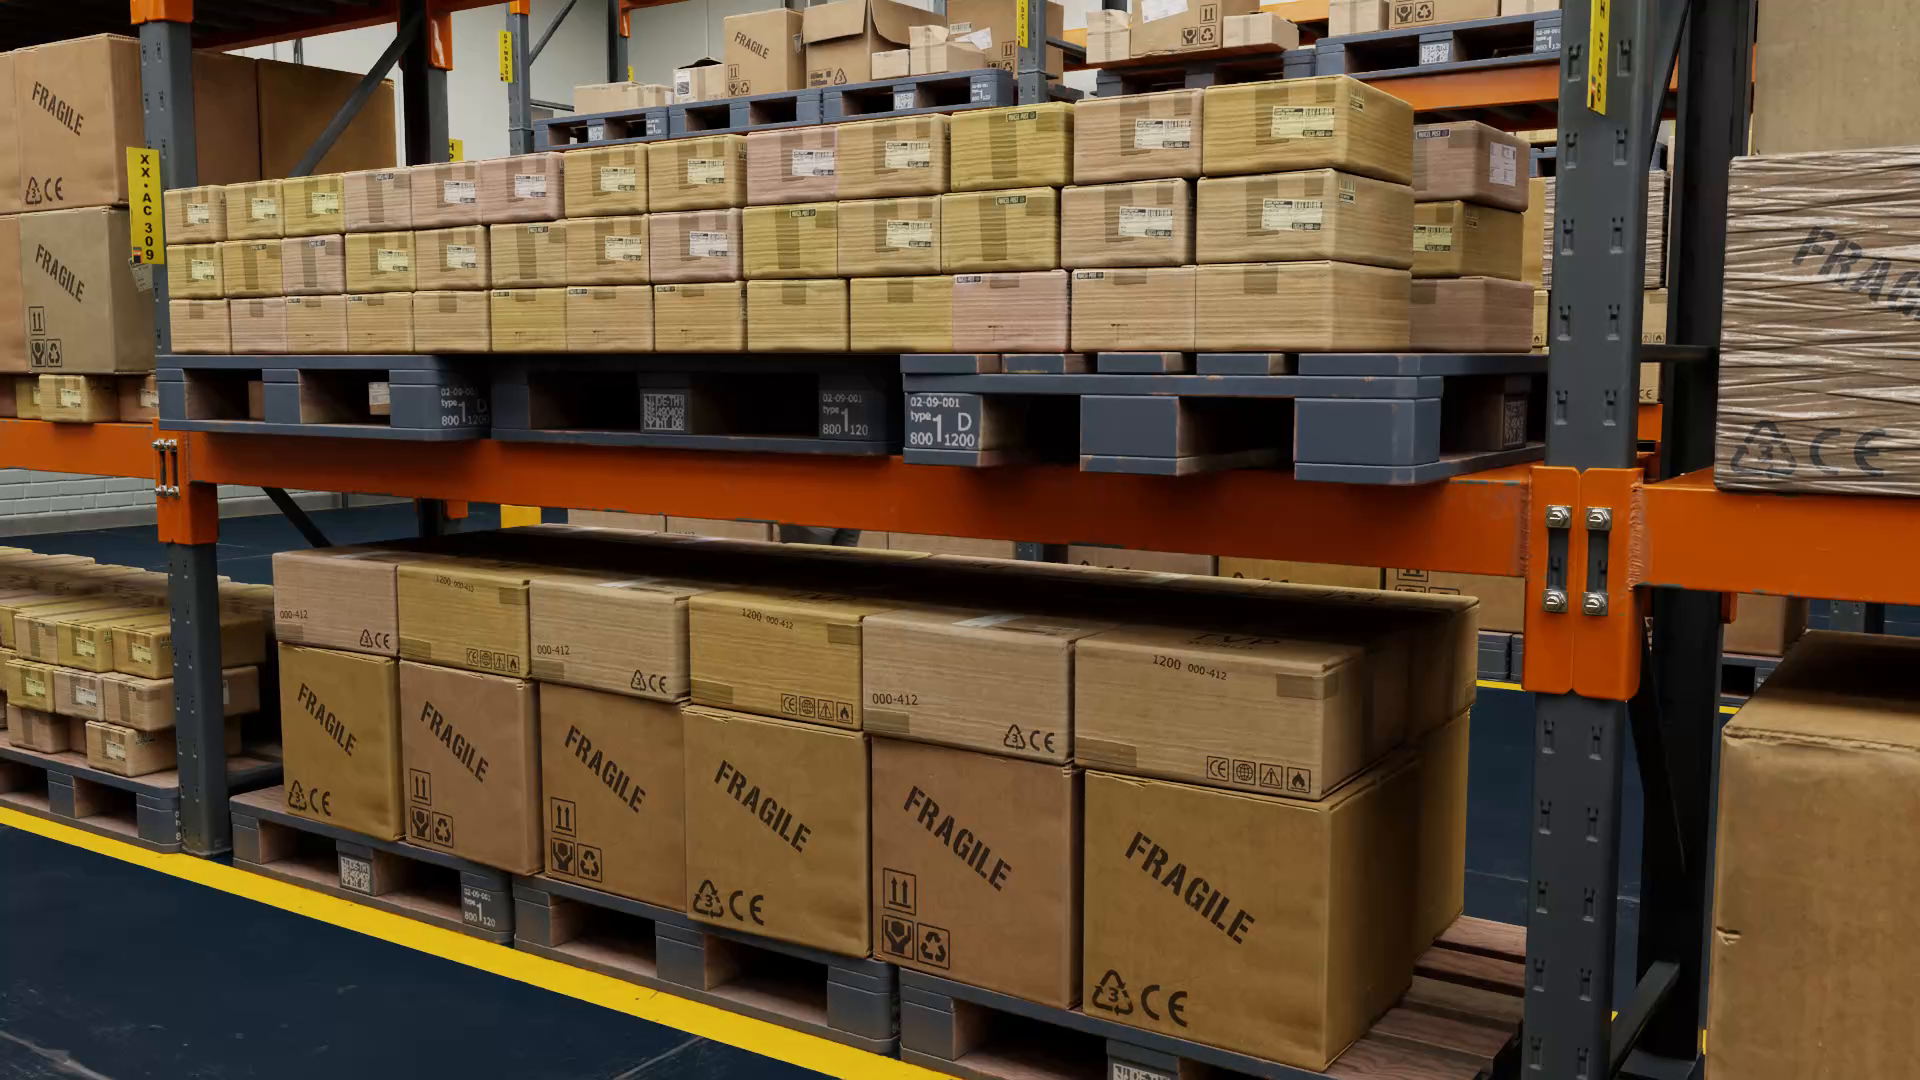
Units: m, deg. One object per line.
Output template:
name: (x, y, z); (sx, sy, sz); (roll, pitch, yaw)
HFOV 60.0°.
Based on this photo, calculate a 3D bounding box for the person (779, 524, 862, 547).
person: (-0.638, -0.165, 7.136); (0.533, 1.776, 0.521); (4, 7, 33)
